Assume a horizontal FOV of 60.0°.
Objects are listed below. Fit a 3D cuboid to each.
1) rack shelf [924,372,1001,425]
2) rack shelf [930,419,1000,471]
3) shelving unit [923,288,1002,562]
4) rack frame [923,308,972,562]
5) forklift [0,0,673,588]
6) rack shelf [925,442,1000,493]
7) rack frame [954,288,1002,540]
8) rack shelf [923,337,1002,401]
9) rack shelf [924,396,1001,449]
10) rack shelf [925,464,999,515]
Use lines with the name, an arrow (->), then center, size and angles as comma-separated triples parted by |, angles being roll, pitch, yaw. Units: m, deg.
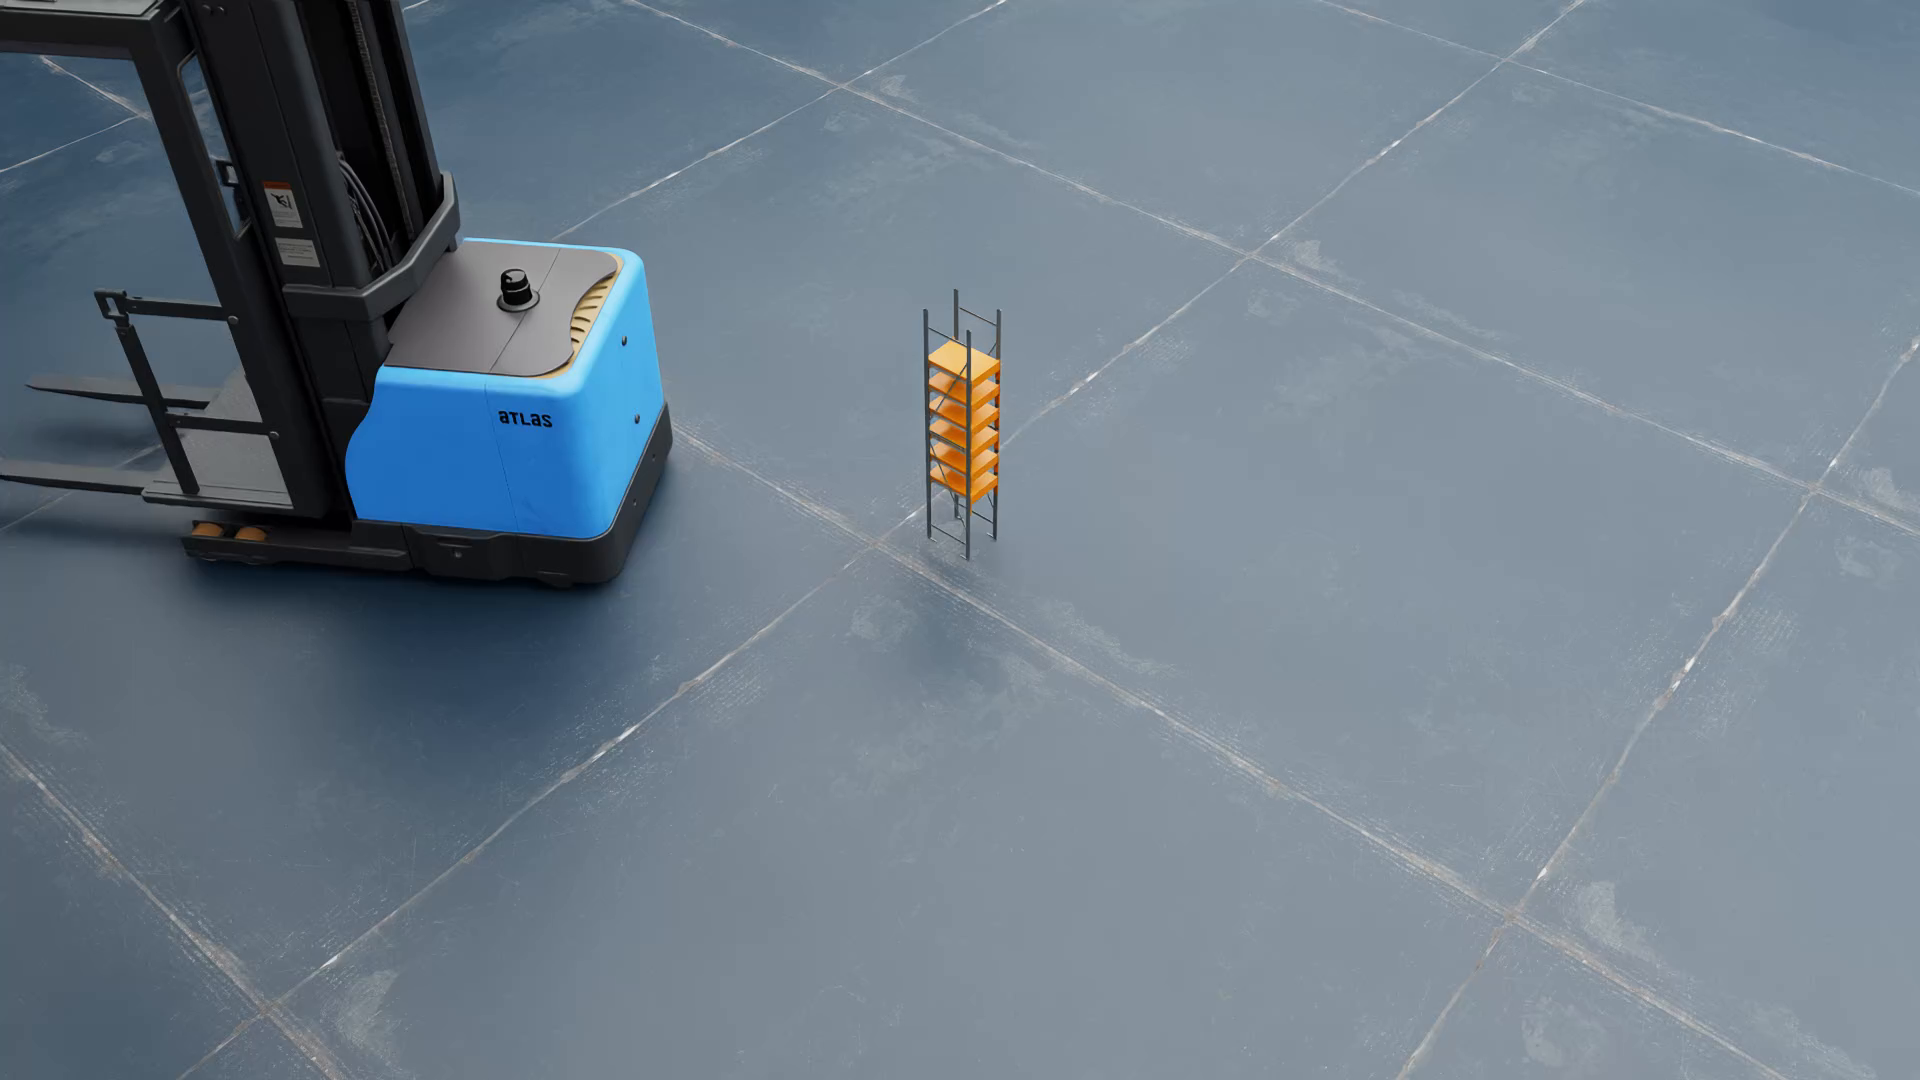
rack shelf -> 0.009, -0.596, 6.723 | 0.258, 0.103, 0.180 | 29, 50, 28
rack shelf -> 0.009, -0.419, 6.884 | 0.258, 0.103, 0.180 | 29, 50, 28
shelving unit -> 0.009, -0.451, 6.855 | 0.258, 1.200, 0.189 | 29, 50, 28
rack frame -> -0.050, -0.404, 6.803 | 0.240, 1.200, 0.006 | 29, 50, 28
forklift -> -2.875, -1.324, 6.527 | 3.031, 2.935, 1.130 | 5, 43, 6
rack shelf -> 0.009, -0.330, 6.965 | 0.258, 0.103, 0.180 | 29, 50, 28
rack frame -> 0.068, -0.498, 6.906 | 0.240, 1.200, 0.006 | 29, 50, 28
rack shelf -> 0.009, -0.685, 6.642 | 0.258, 0.103, 0.180 | 29, 50, 28
rack shelf -> 0.009, -0.507, 6.804 | 0.258, 0.103, 0.180 | 29, 50, 28
rack shelf -> 0.009, -0.241, 7.046 | 0.258, 0.103, 0.180 | 29, 50, 28
